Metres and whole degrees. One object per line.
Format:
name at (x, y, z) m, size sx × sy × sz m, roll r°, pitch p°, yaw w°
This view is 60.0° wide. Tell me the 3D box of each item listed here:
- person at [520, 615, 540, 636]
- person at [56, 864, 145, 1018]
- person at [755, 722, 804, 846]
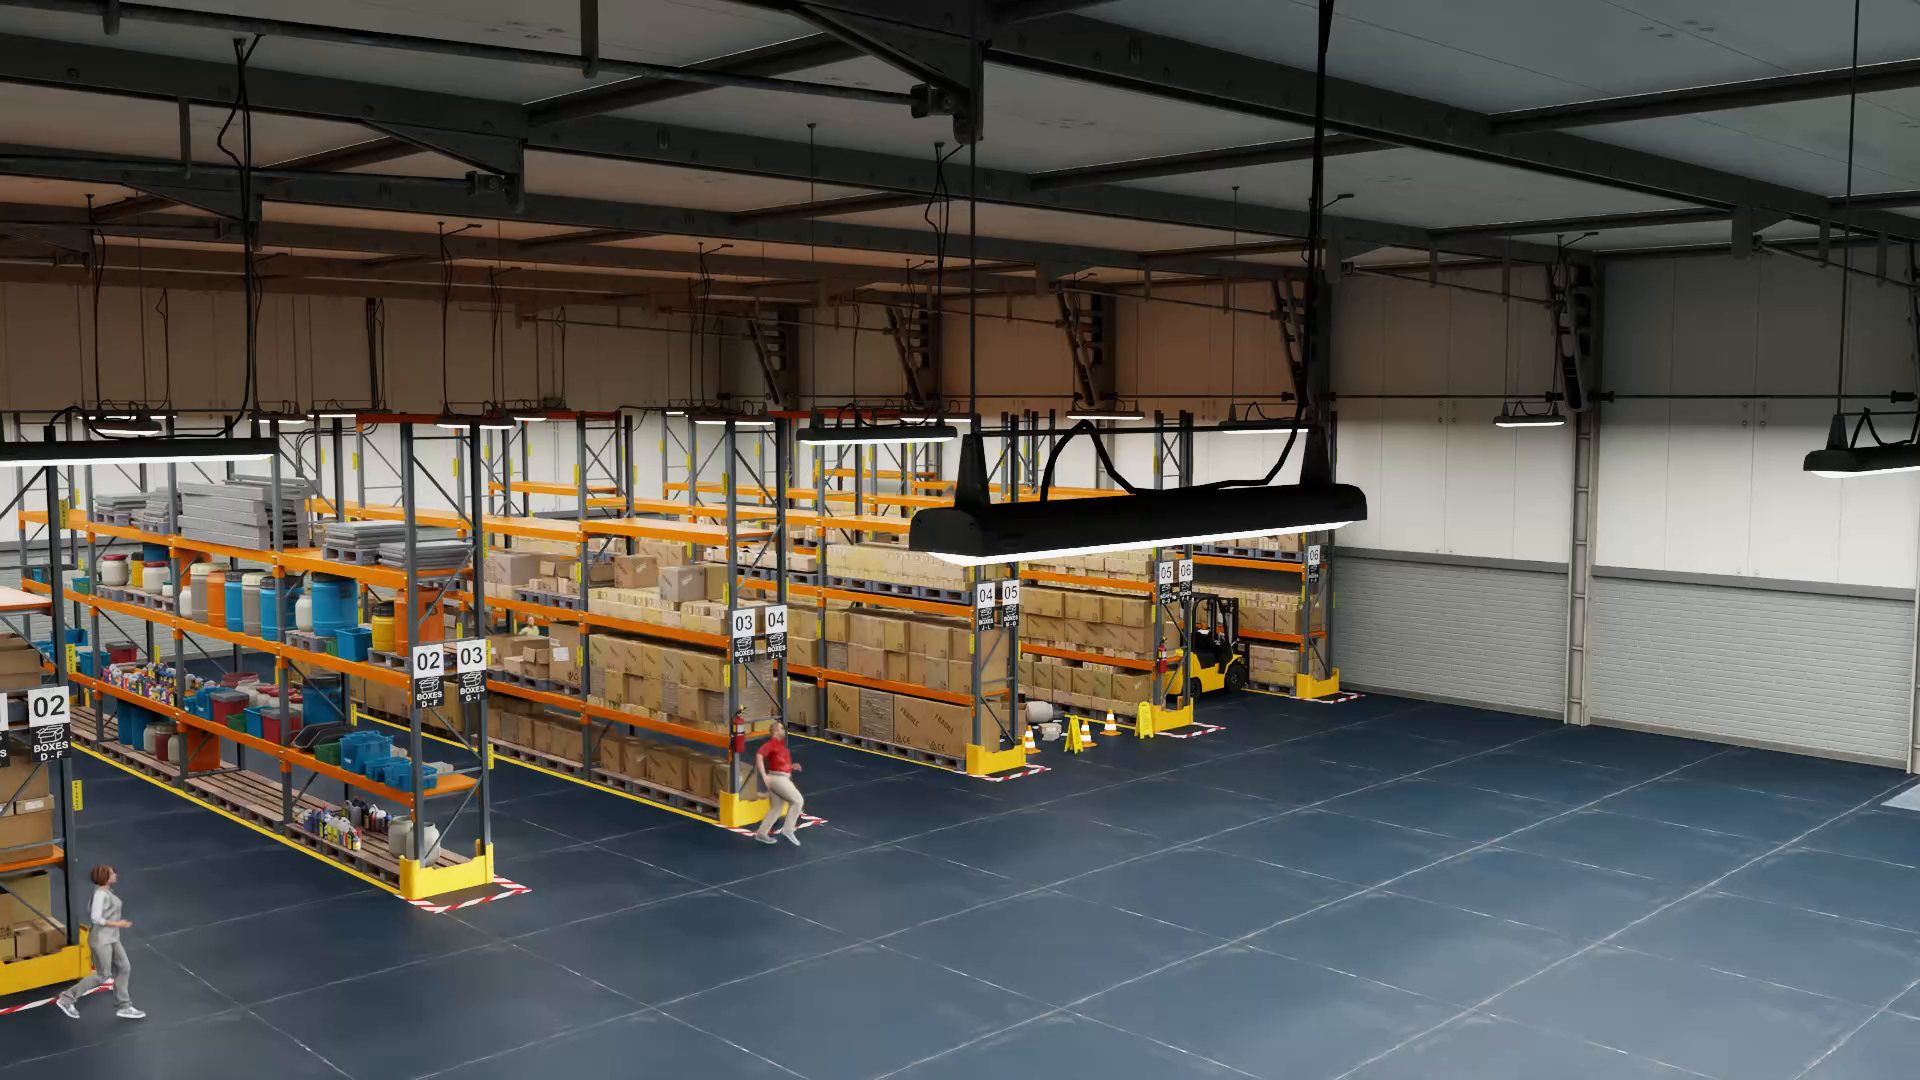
person at (-9.114, 2.415, 35.450) m, size 0.587 × 1.649 × 1.005 m, roll -4°, pitch 7°, yaw -41°
person at (-8.715, 4.076, 16.864) m, size 0.798 × 1.583 × 0.553 m, roll -2°, pitch 5°, yaw -17°
person at (-2.555, 3.437, 23.568) m, size 0.684 × 1.697 × 0.660 m, roll 0°, pitch 5°, yaw -3°
